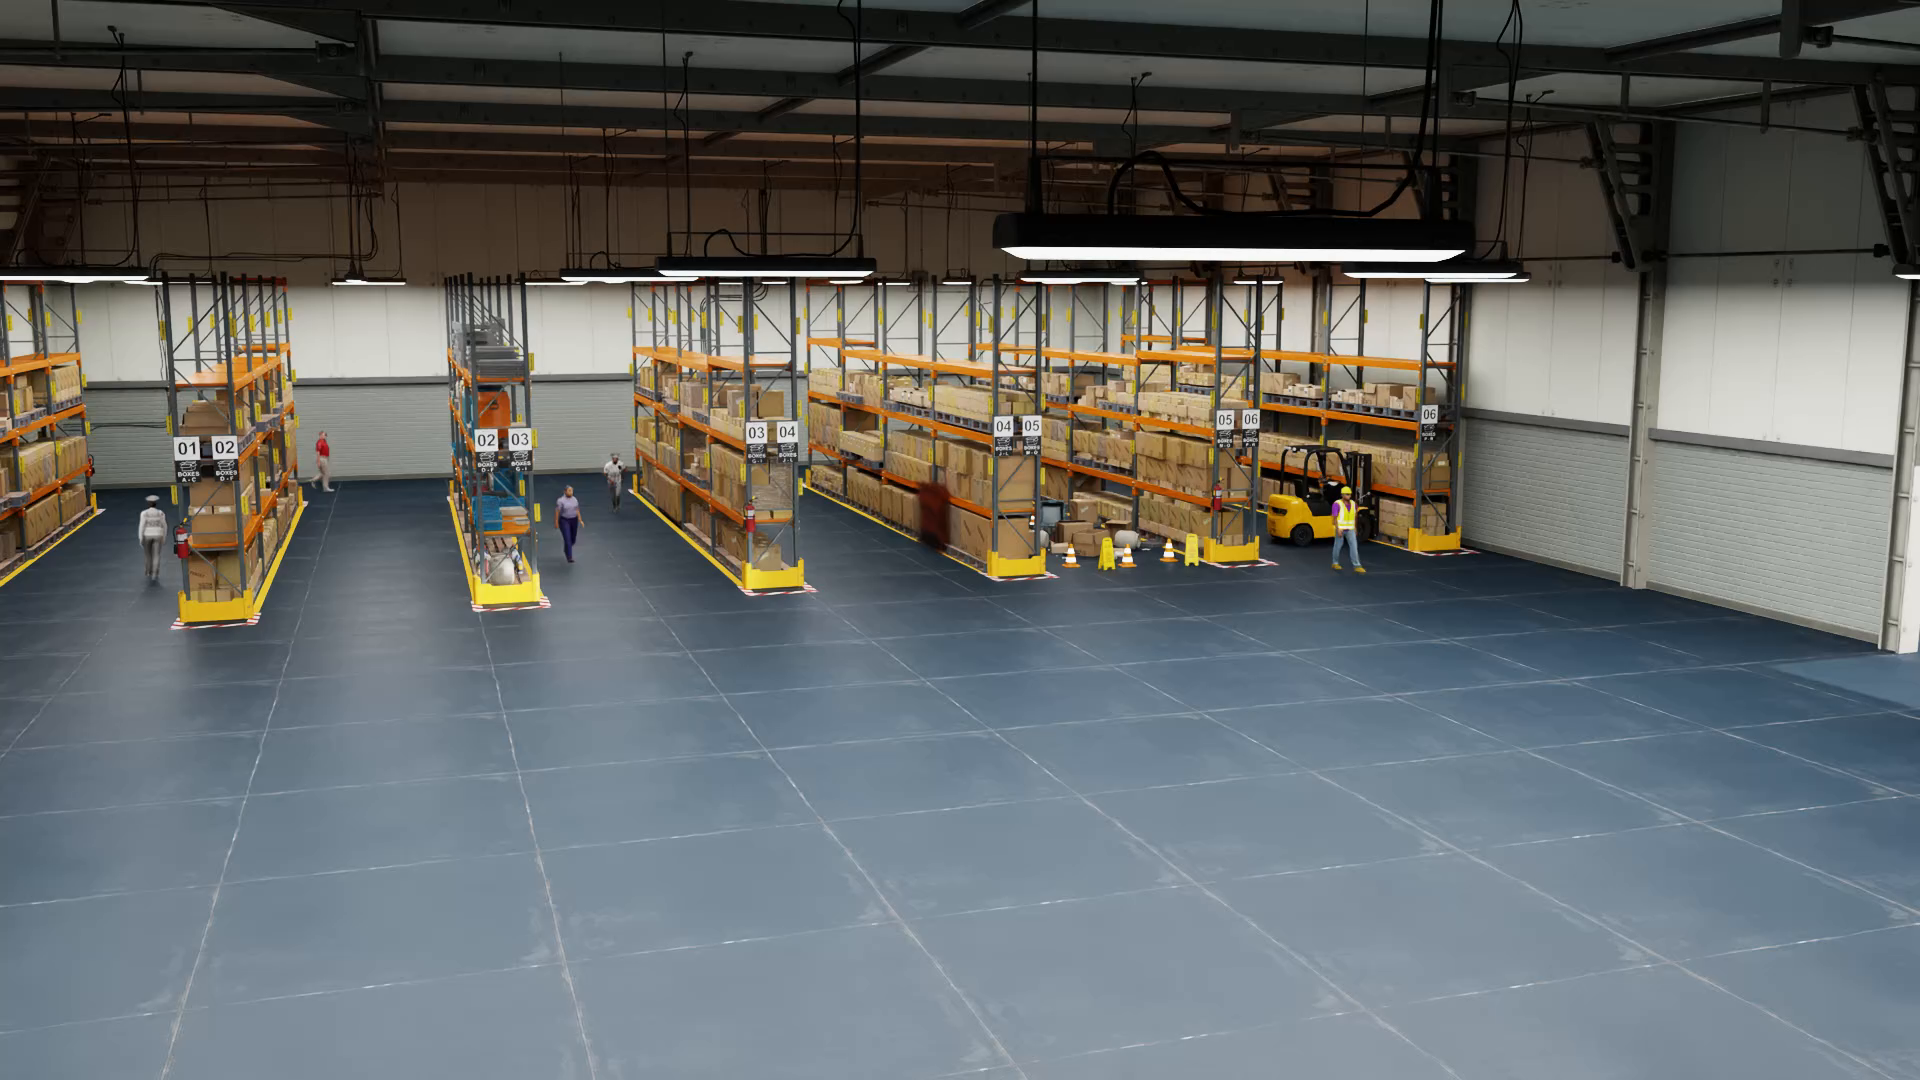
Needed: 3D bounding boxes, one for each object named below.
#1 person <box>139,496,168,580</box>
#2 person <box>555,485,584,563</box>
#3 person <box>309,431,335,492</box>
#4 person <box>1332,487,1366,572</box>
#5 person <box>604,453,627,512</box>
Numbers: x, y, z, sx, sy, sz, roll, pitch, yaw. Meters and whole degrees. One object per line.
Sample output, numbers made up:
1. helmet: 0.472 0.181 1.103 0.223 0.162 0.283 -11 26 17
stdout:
1. person: -15.945 -0.058 32.905 0.507 1.635 0.869 -3 9 -18
2. person: -8.265 -0.372 35.098 0.564 1.597 0.987 -6 10 -34
3. person: -18.052 -2.223 46.978 0.660 1.711 0.524 -3 9 -16
4. person: 7.833 -0.219 33.626 0.616 1.716 0.967 -2 9 -11
5. person: -8.823 -1.473 42.600 0.556 1.583 0.728 -1 9 -5
